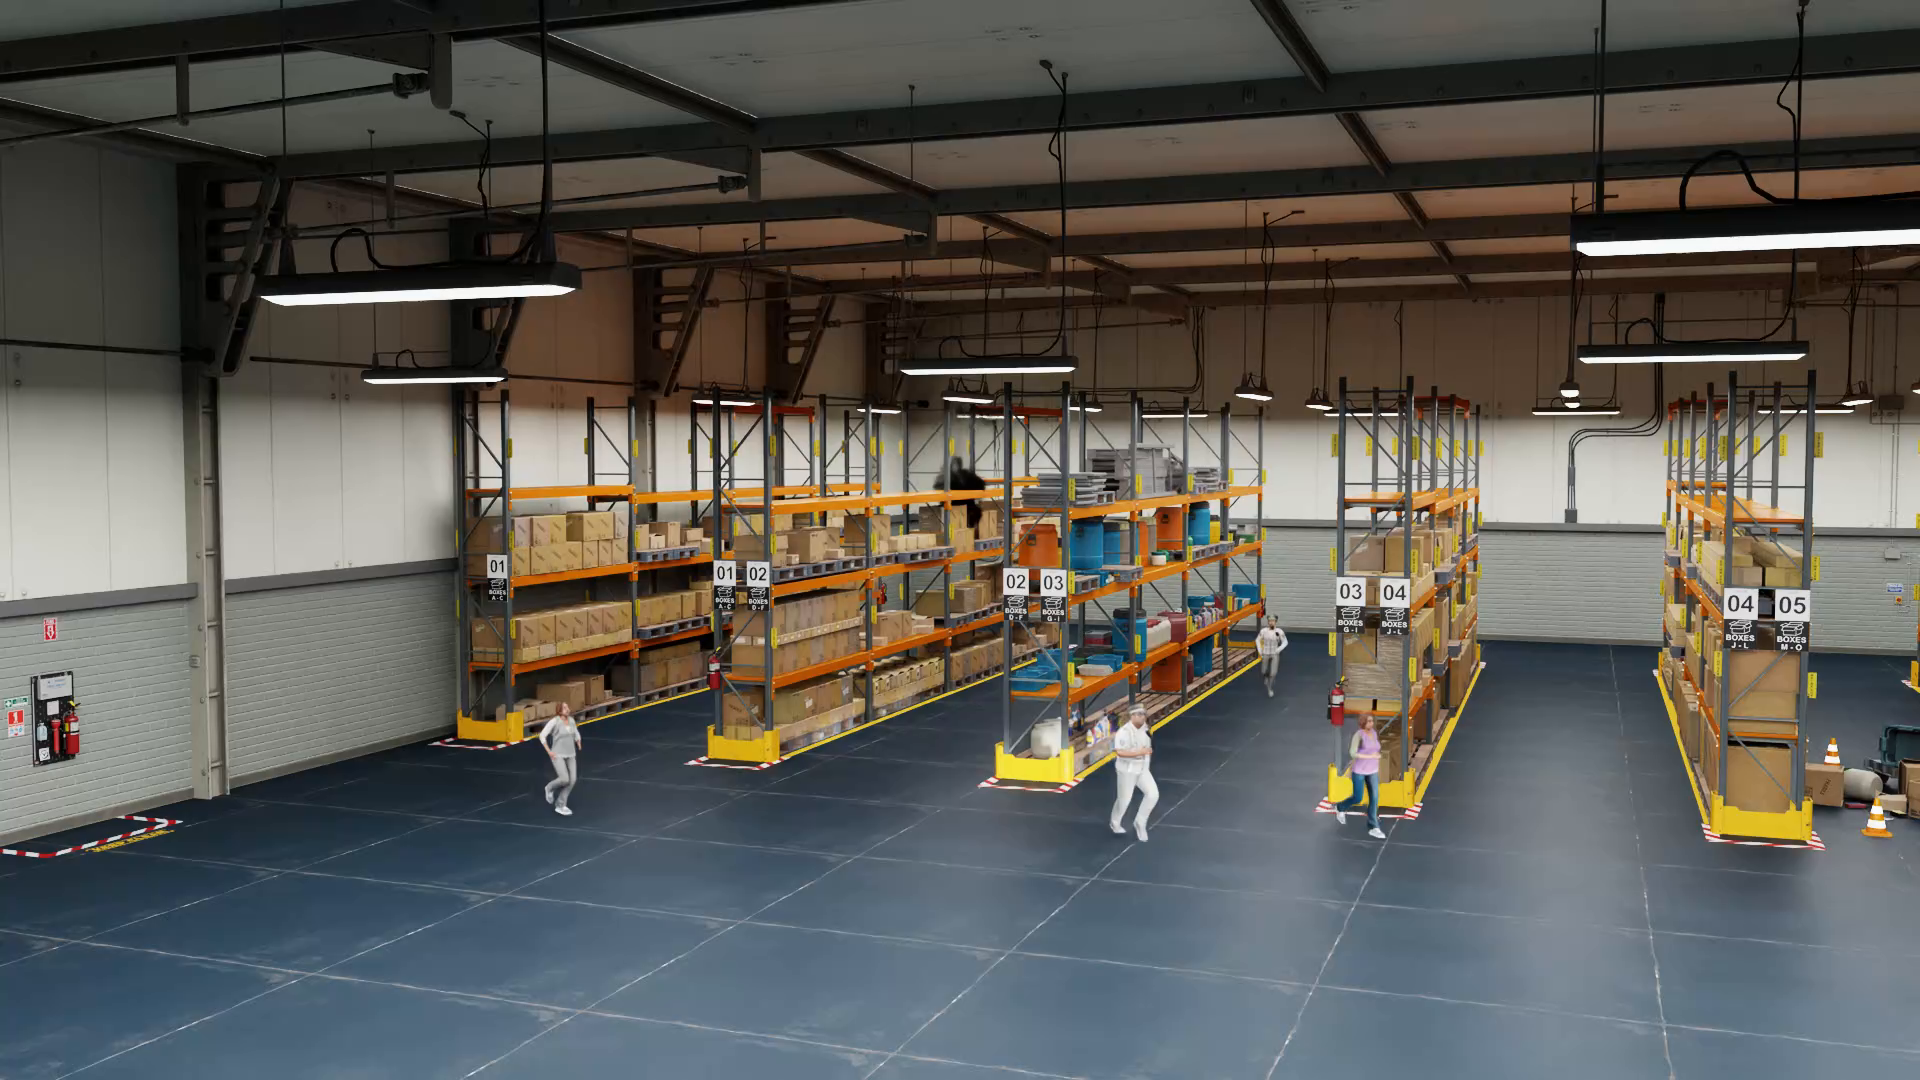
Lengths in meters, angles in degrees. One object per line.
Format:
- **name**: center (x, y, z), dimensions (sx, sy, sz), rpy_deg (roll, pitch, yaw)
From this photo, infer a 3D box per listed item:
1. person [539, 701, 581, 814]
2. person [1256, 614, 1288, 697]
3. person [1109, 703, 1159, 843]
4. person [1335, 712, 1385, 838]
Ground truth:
- **person**: center (-5.435, 2.975, 22.755), dimensions (0.521, 1.556, 0.588), rpy_deg (3, 4, 44)
- **person**: center (6.324, 2.327, 33.759), dimensions (0.658, 1.662, 0.549), rpy_deg (1, 3, 18)
- **person**: center (2.213, 2.958, 21.248), dimensions (0.689, 1.805, 0.853), rpy_deg (-2, 4, -36)
- **person**: center (5.206, 3.004, 21.496), dimensions (0.543, 1.571, 0.862), rpy_deg (-2, 4, -29)
